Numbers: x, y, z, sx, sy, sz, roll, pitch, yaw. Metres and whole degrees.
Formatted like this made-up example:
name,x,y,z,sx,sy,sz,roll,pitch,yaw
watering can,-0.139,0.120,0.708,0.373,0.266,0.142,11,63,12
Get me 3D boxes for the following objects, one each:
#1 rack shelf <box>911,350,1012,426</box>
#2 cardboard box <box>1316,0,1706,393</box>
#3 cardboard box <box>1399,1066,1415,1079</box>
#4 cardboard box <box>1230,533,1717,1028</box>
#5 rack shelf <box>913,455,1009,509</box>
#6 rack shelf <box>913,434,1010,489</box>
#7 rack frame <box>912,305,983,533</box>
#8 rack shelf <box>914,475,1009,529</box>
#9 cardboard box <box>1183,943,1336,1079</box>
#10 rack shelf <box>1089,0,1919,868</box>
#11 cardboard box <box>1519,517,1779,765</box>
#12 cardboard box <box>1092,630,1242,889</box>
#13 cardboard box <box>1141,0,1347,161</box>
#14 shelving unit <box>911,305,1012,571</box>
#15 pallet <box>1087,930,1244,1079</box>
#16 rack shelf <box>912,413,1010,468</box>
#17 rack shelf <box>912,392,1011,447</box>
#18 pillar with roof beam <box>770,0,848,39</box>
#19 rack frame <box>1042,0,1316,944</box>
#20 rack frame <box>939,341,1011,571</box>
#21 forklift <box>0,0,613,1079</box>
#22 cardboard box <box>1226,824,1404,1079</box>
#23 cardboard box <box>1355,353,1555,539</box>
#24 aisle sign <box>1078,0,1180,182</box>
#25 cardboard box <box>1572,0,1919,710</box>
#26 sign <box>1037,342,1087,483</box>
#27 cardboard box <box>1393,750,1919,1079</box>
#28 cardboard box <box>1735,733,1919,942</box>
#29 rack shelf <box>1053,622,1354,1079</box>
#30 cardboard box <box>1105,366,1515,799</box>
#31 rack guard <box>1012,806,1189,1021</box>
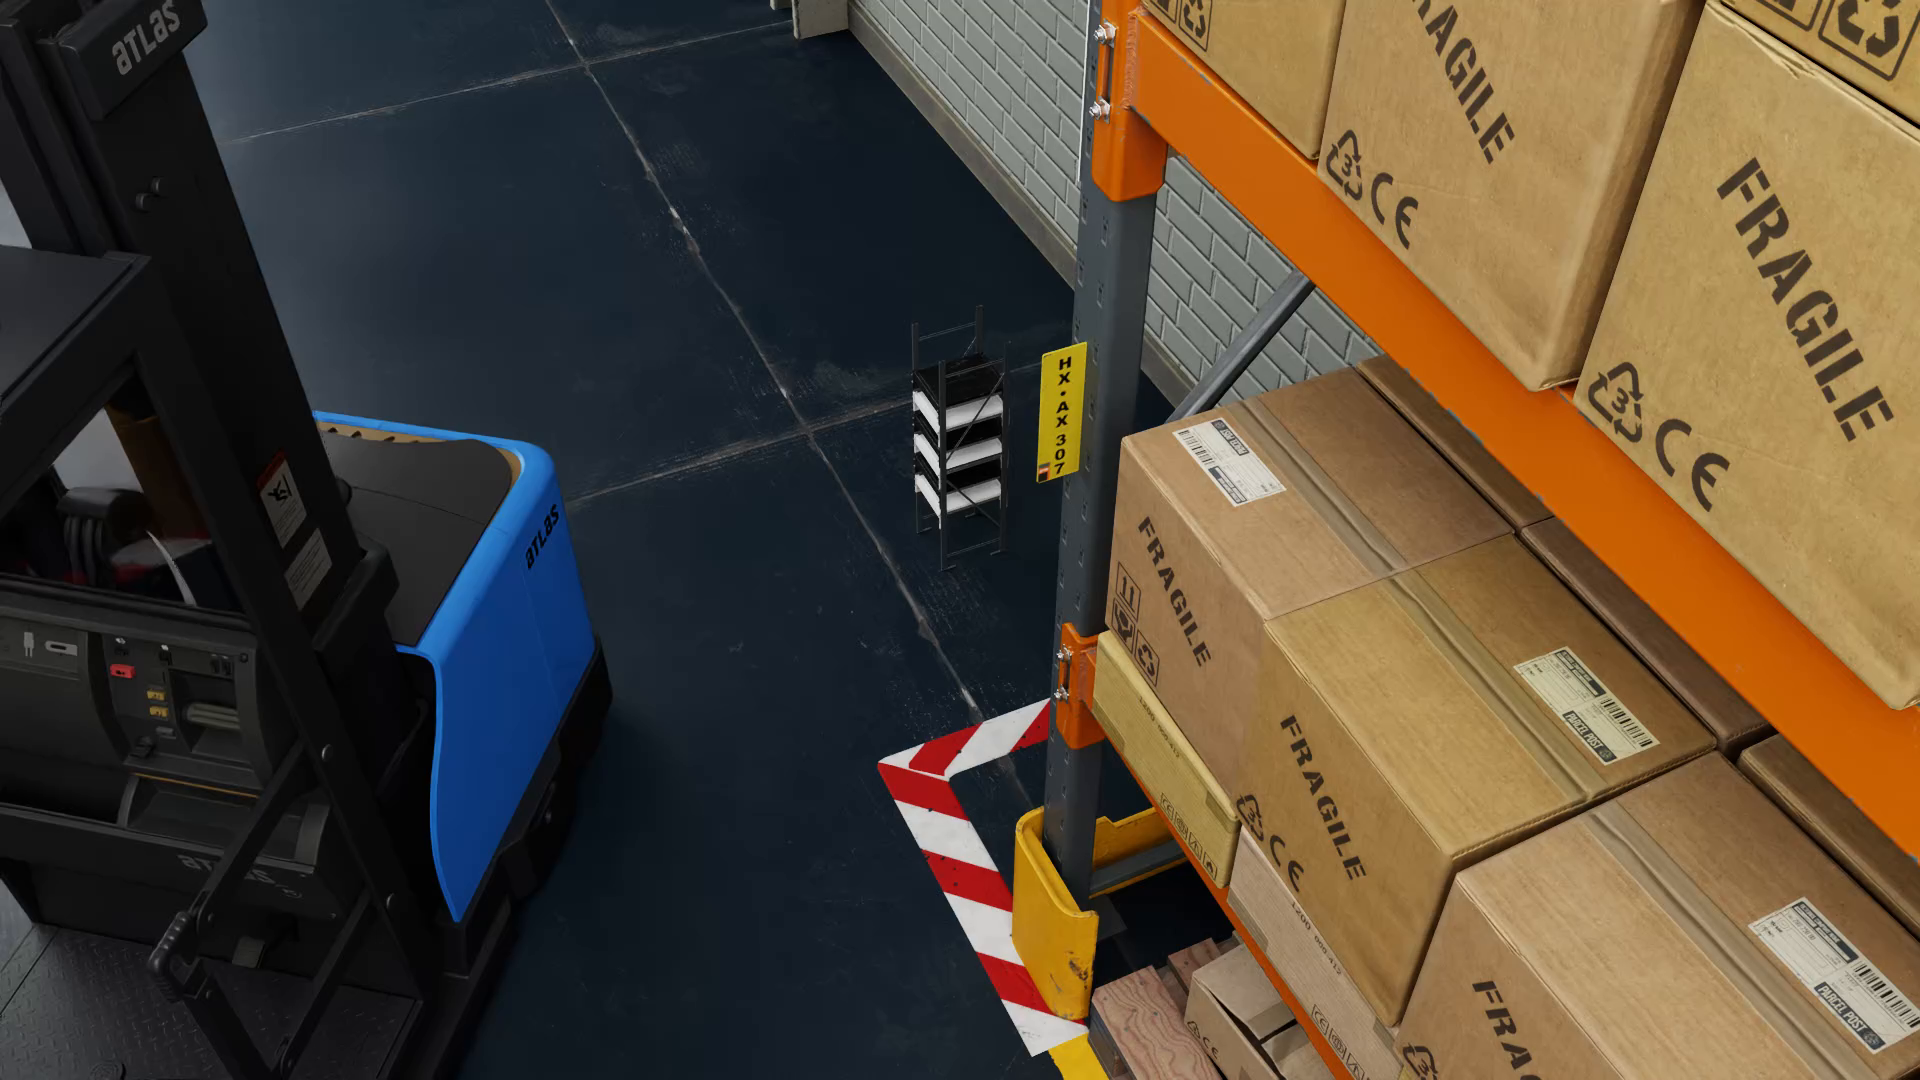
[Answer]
name,x,y,z,sx,sy,sz,roll,pitch,yaw
rack shelf,0.003,-0.484,5.262,0.258,0.077,0.200,-18,47,-17
cardboard box,0.800,-0.568,1.969,0.500,0.500,0.500,-15,47,-15
cardboard box,1.050,1.006,2.687,0.500,0.250,0.500,-19,48,-18
cardboard box,0.820,0.393,2.775,0.500,0.500,0.500,-18,47,-17
rack shelf,0.003,-0.227,5.515,0.258,0.077,0.200,-18,47,-17
rack shelf,0.003,-0.291,5.452,0.258,0.077,0.200,-18,47,-17
rack frame,-0.039,-0.380,5.494,0.240,0.900,0.006,-18,47,-17
rack shelf,0.003,-0.163,5.579,0.258,0.077,0.200,-18,47,-17
cardboard box,0.902,1.170,4.029,0.500,0.311,0.500,-23,49,-22
rack shelf,1.534,0.365,1.621,1.077,0.370,4.000,-18,47,-17
cardboard box,1.287,0.243,2.927,0.500,0.500,0.500,-17,47,-17
cardboard box,0.610,0.353,3.349,0.500,0.250,0.500,-19,48,-19
cardboard box,0.607,-0.921,2.327,0.500,0.500,0.500,-17,47,-16
shelving unit,0.003,-0.315,5.429,0.258,0.900,0.210,-18,47,-17
pallet,1.034,1.472,4.108,1.003,0.211,1.213,-18,47,-17
rack shelf,0.003,-0.355,5.389,0.258,0.077,0.200,-18,47,-17
rack shelf,0.003,-0.420,5.326,0.258,0.077,0.200,-18,47,-17
pillar with roof beam,-4.657,-4.595,4.000,9.100,9.000,0.400,-18,47,-17
rack frame,0.693,-0.098,3.713,1.000,3.000,0.127,-18,47,-17
rack frame,0.046,-0.250,5.363,0.240,0.900,0.006,-18,47,-17
forklift,-1.890,0.405,3.253,1.130,2.935,3.031,9,45,9
cardboard box,0.841,0.680,3.018,0.500,0.250,0.500,-19,48,-19
cardboard box,1.084,-0.081,3.255,0.500,0.500,0.500,-19,48,-18
aisle sign,0.390,-0.980,2.757,0.394,0.787,0.004,-18,47,-17
cardboard box,1.022,-0.239,1.635,0.500,0.500,0.500,-16,47,-16
sign,0.201,-0.245,3.247,0.100,0.325,0.005,-18,47,-17
cardboard box,1.031,0.724,2.440,0.500,0.500,0.500,-20,48,-19
cardboard box,1.508,0.571,2.594,0.500,0.500,0.500,-19,48,-18
rack shelf,1.534,1.433,2.674,1.077,0.370,4.000,-18,47,-17
cardboard box,0.621,0.075,3.097,0.500,0.500,0.500,-18,47,-17
rack guard,0.725,0.841,4.542,1.175,0.500,0.348,-18,47,-17
